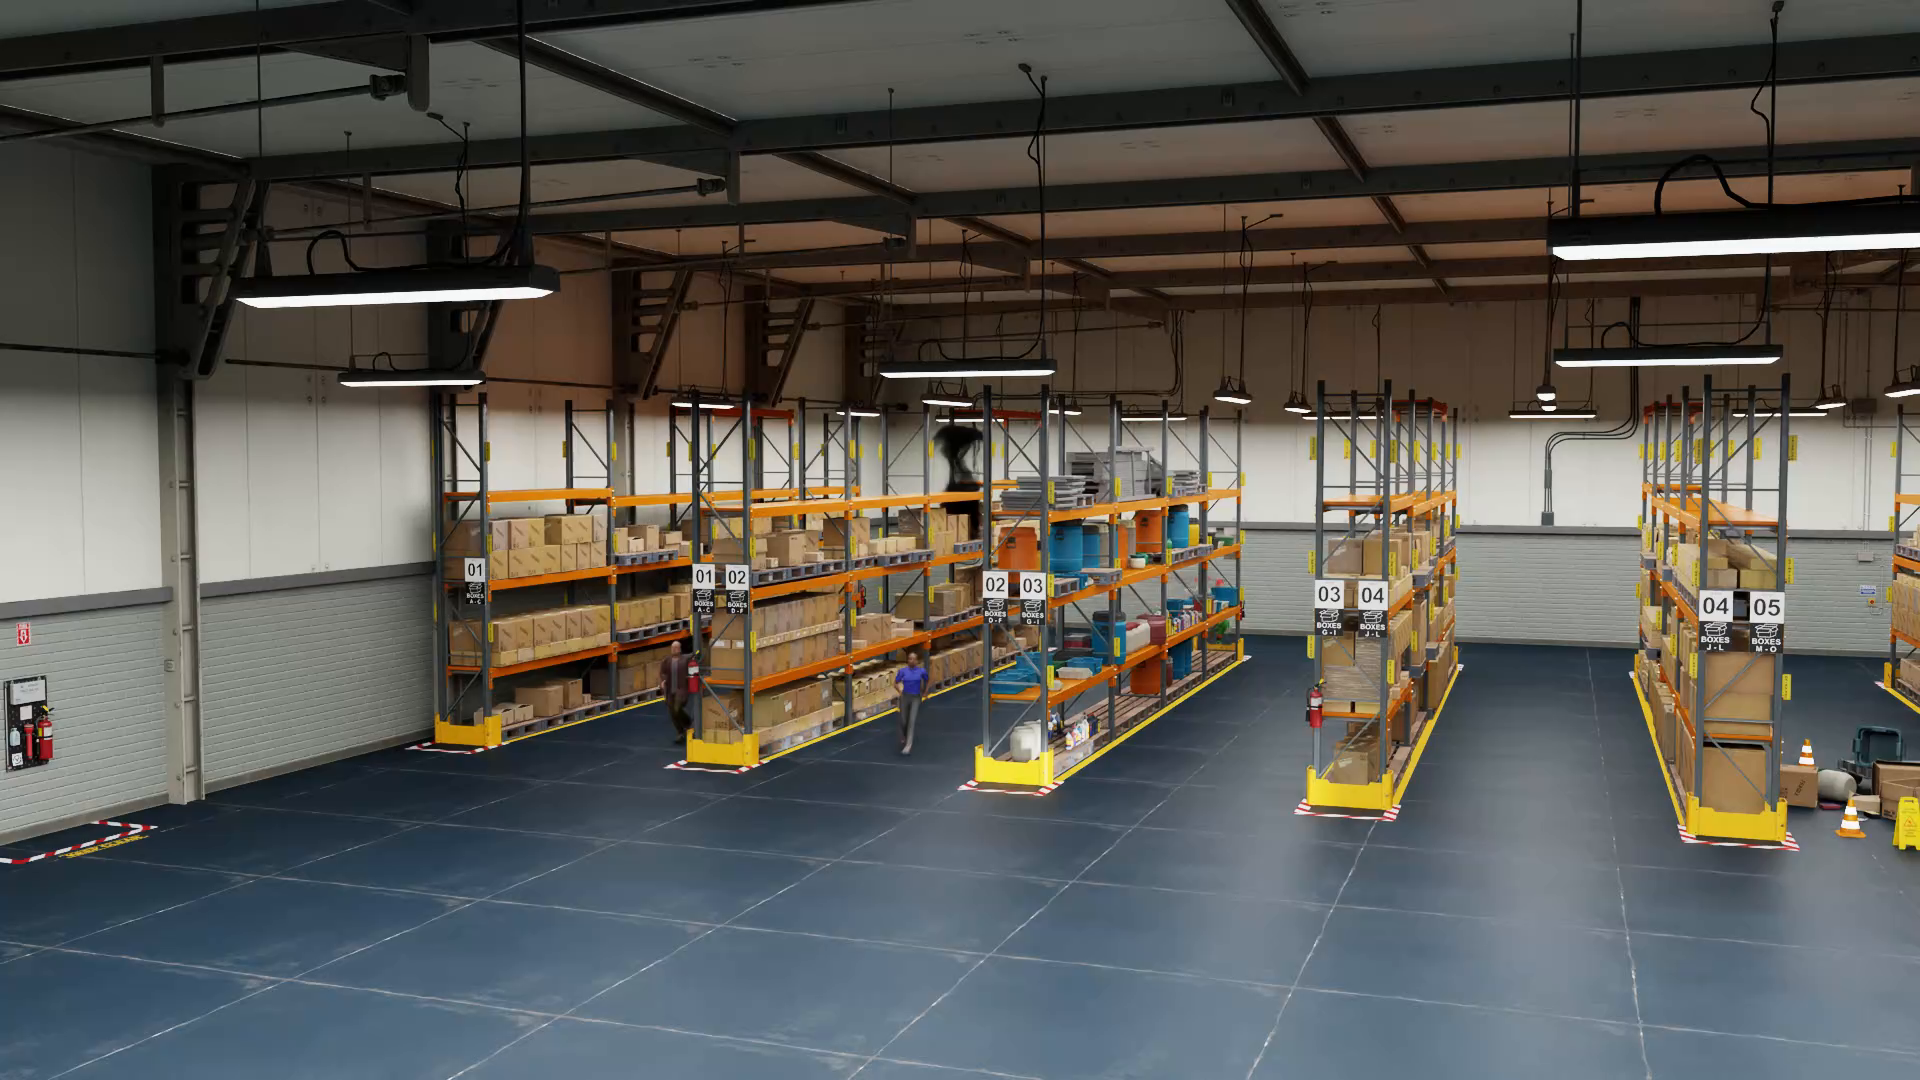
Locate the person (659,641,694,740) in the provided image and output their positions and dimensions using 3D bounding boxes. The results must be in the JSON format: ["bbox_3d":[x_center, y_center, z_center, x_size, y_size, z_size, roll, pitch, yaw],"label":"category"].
[{"bbox_3d":[-4.874,2.609,28.640,0.690,1.732,0.715,1,3,18],"label":"person"}]

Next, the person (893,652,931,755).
[{"bbox_3d":[-0.808,2.697,27.755,0.618,1.647,0.958,0,3,3],"label":"person"}]

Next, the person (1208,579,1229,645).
[{"bbox_3d":[6.641,1.866,42.654,0.676,1.752,0.670,2,4,39],"label":"person"}]

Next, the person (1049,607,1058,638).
[{"bbox_3d":[2.301,1.856,43.049,0.871,1.742,0.681,2,4,39],"label":"person"}]
